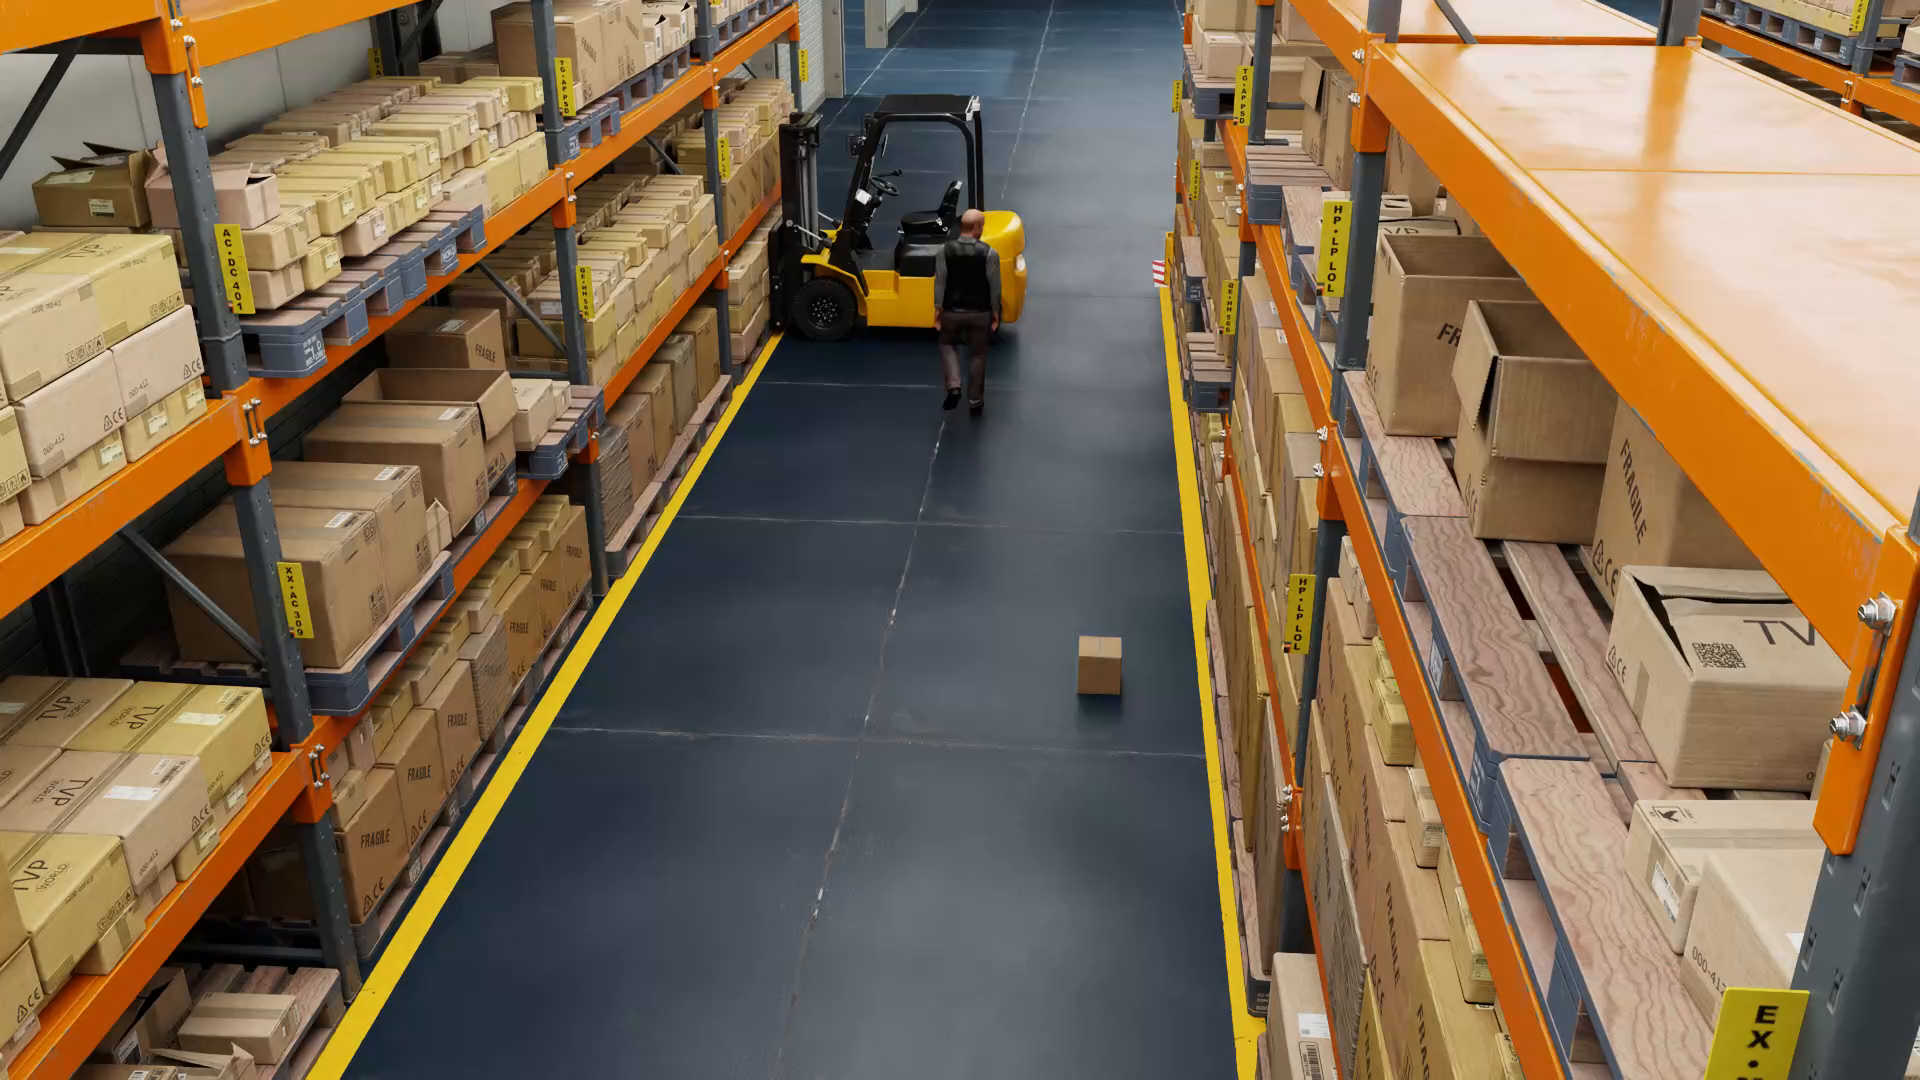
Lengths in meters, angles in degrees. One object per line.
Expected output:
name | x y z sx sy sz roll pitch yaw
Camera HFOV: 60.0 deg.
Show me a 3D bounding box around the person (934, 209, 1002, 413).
person | 0.072 -1.889 13.759 0.558 1.716 0.435 2 24 5
